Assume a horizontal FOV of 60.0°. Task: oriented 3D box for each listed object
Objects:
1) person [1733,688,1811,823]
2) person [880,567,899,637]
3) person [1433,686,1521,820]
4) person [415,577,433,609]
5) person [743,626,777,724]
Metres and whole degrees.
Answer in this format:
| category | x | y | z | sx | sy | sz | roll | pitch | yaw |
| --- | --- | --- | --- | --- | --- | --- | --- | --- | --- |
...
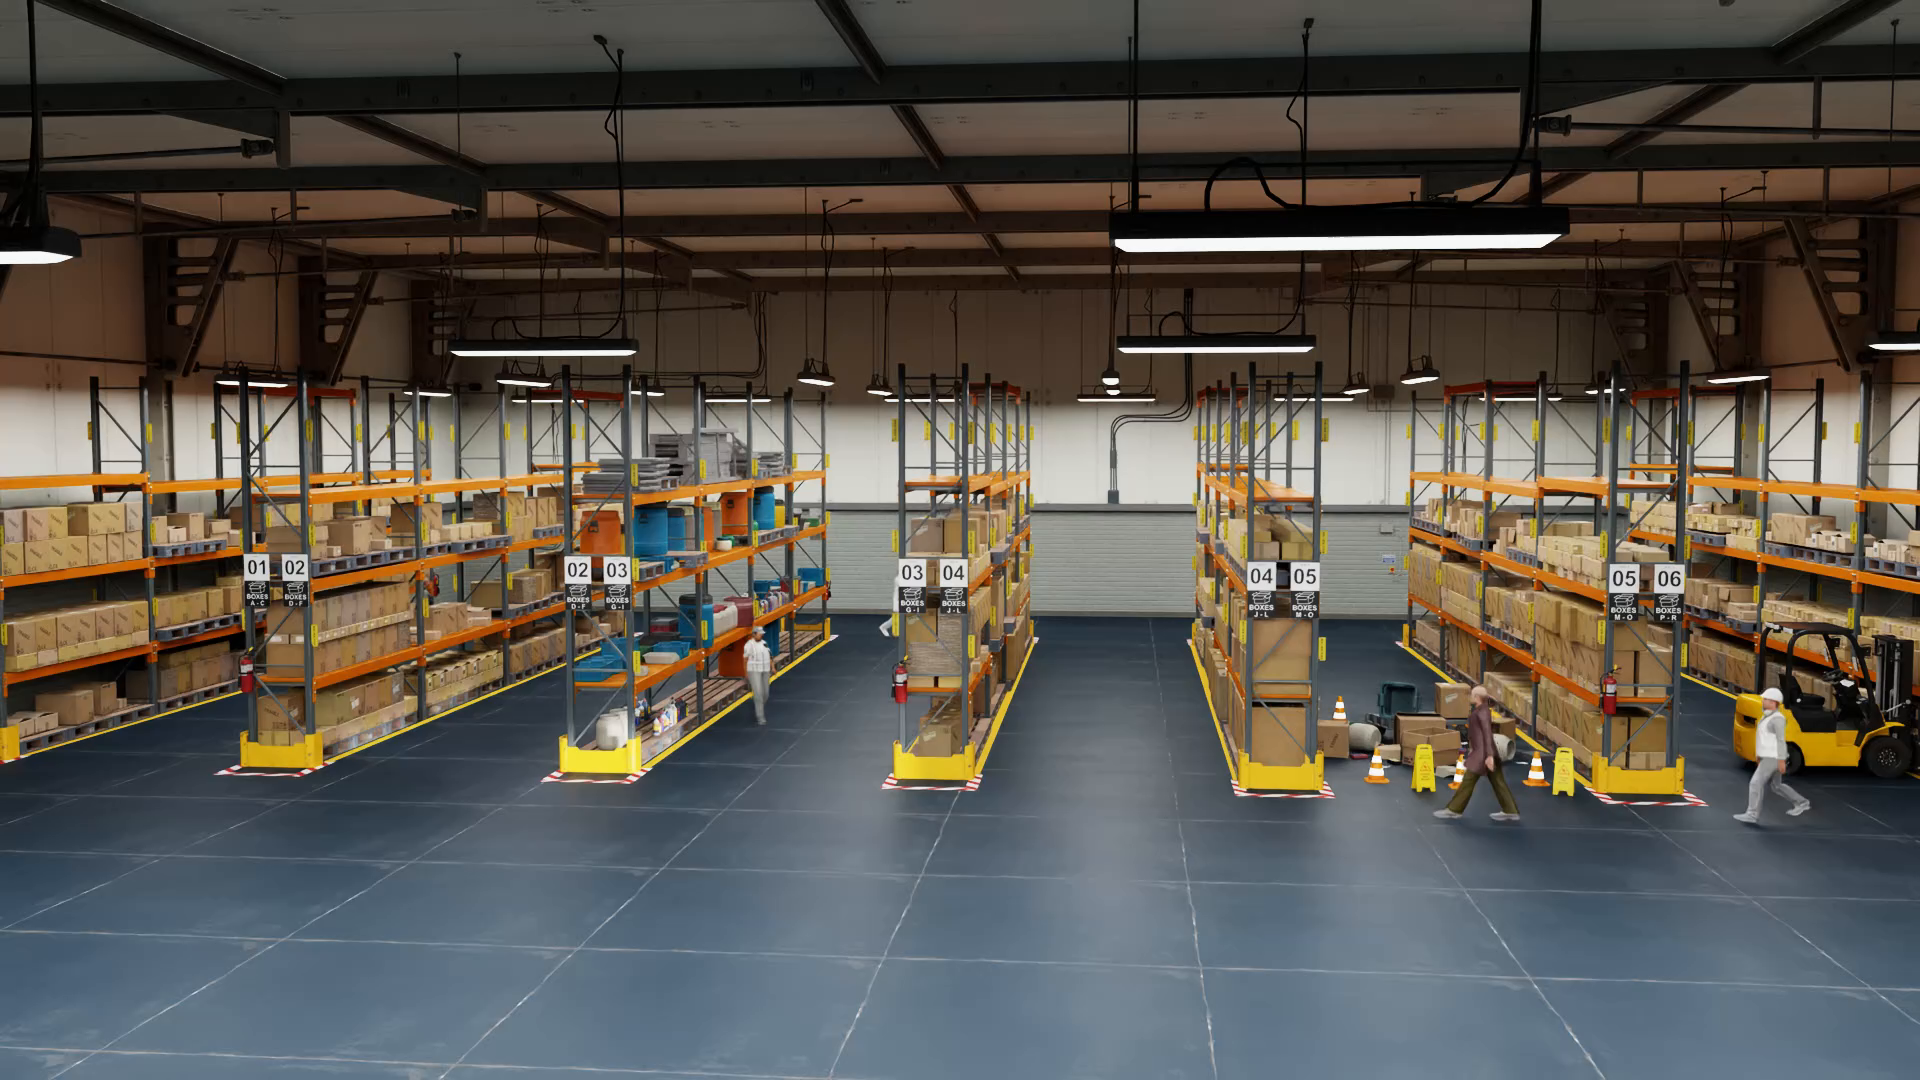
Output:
| category | x | y | z | sx | sy | sz | roll | pitch | yaw |
| --- | --- | --- | --- | --- | --- | --- | --- | --- | --- |
| person | 10.441 | 2.762 | 21.323 | 0.999 | 1.738 | 0.543 | 0 | 4 | 7 |
| person | -1.501 | 1.510 | 40.591 | 0.928 | 1.754 | 0.620 | 0 | 4 | 0 |
| person | 6.680 | 2.738 | 21.427 | 1.066 | 1.717 | 0.635 | 1 | 4 | 22 |
| person | -12.200 | 1.703 | 37.830 | 0.556 | 1.705 | 0.482 | 3 | 5 | 39 |
| person | -3.427 | 2.341 | 28.976 | 0.504 | 1.656 | 0.717 | -3 | 5 | -41 |
